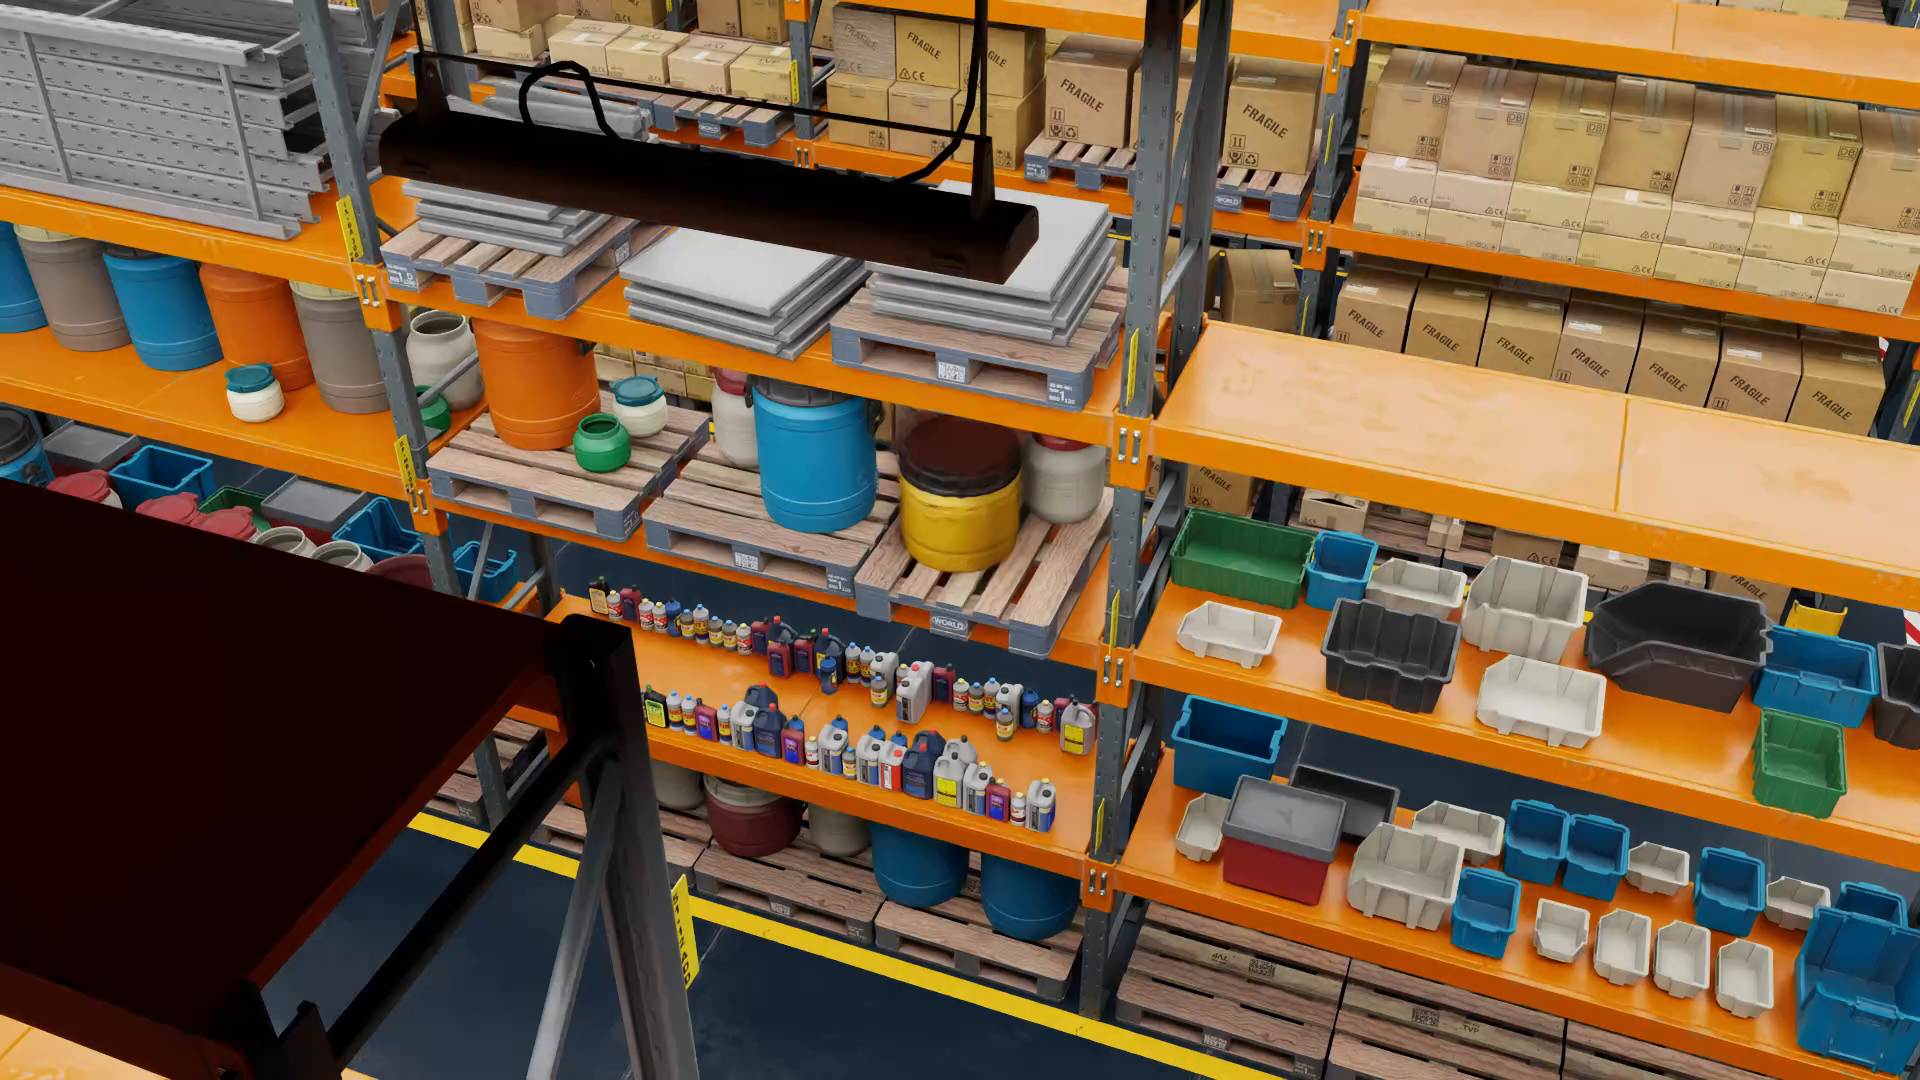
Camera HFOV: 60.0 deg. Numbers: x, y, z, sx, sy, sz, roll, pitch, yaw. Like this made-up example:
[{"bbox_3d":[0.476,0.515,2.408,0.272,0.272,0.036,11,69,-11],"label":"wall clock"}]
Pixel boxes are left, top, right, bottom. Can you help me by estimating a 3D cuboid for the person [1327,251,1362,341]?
[{"bbox_3d":[3.435,-1.929,14.601,0.954,1.623,0.535,4,37,5],"label":"person"}]
